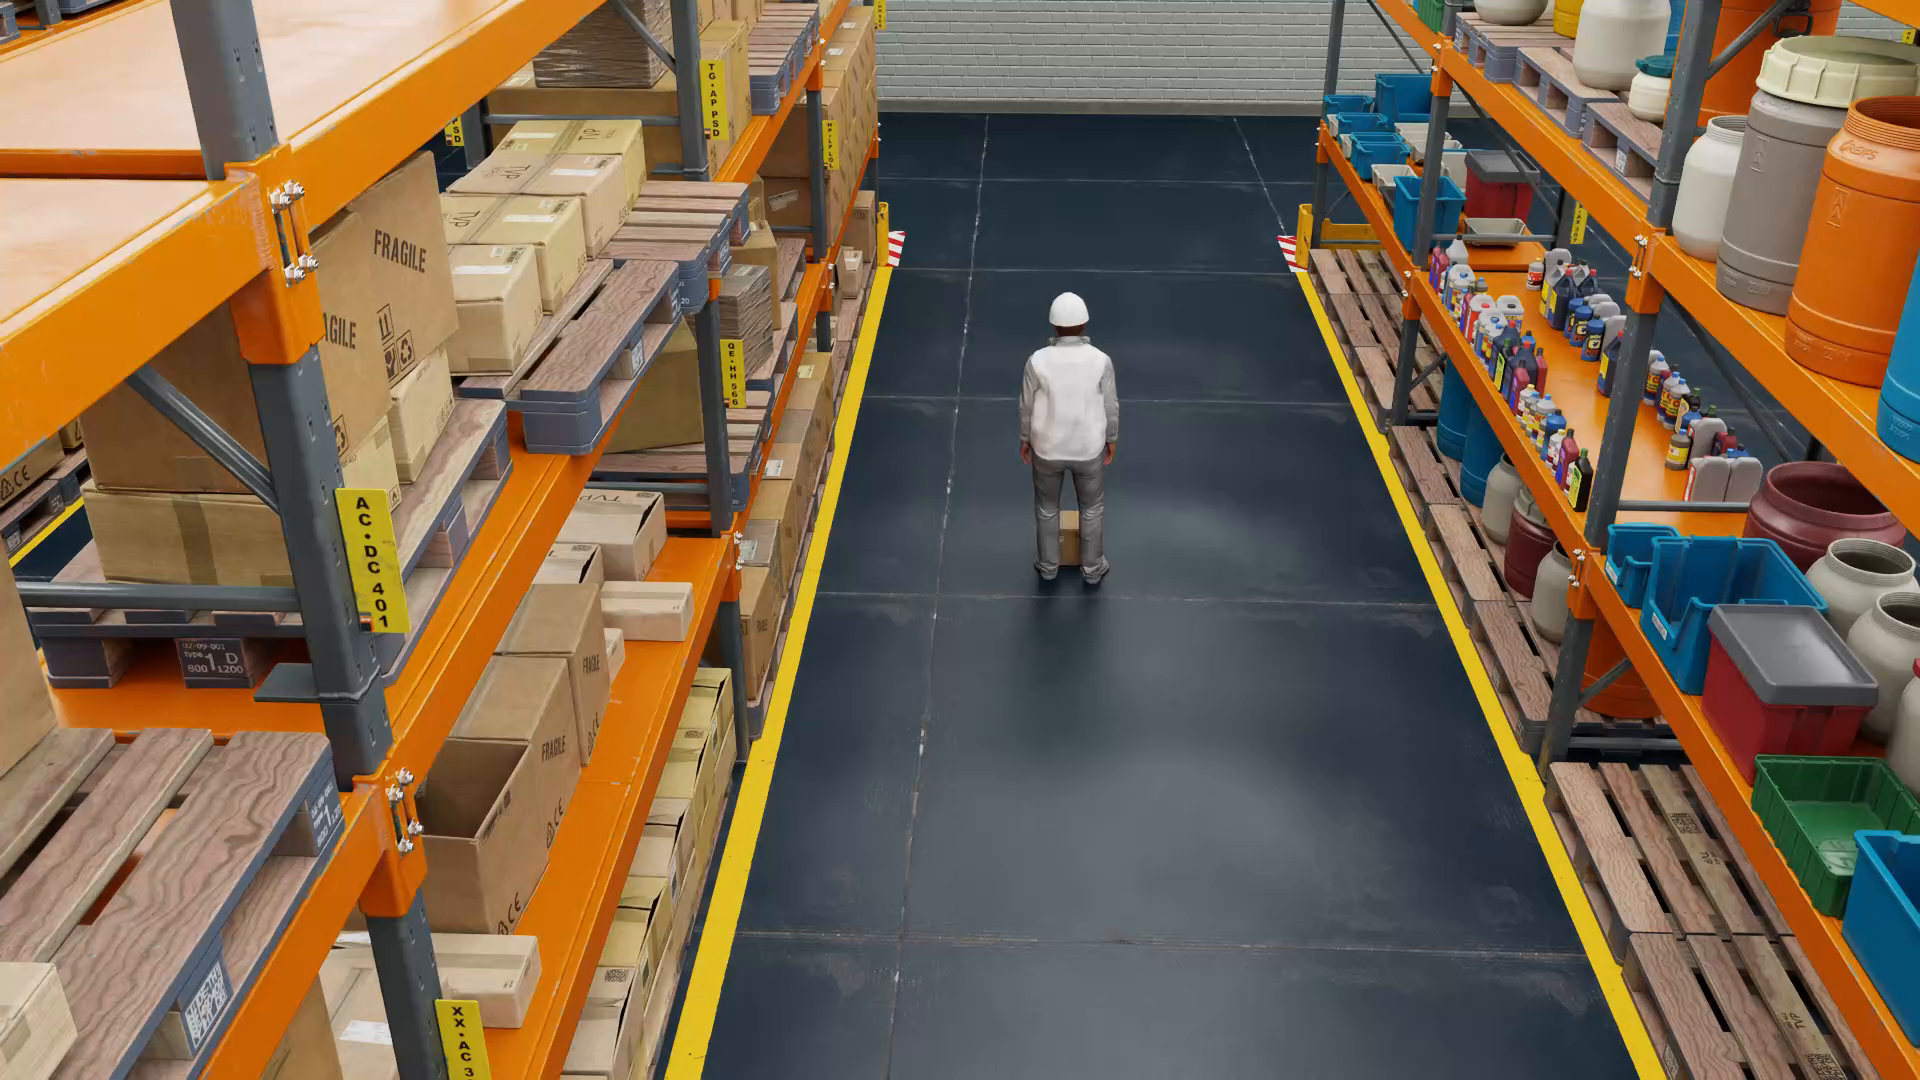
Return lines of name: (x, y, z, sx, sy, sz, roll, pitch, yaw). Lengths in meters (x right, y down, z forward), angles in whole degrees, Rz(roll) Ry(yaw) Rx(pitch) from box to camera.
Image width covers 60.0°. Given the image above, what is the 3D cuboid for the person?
person: (0.627, -0.567, 9.667, 0.580, 1.772, 0.461, 1, 28, 2)
